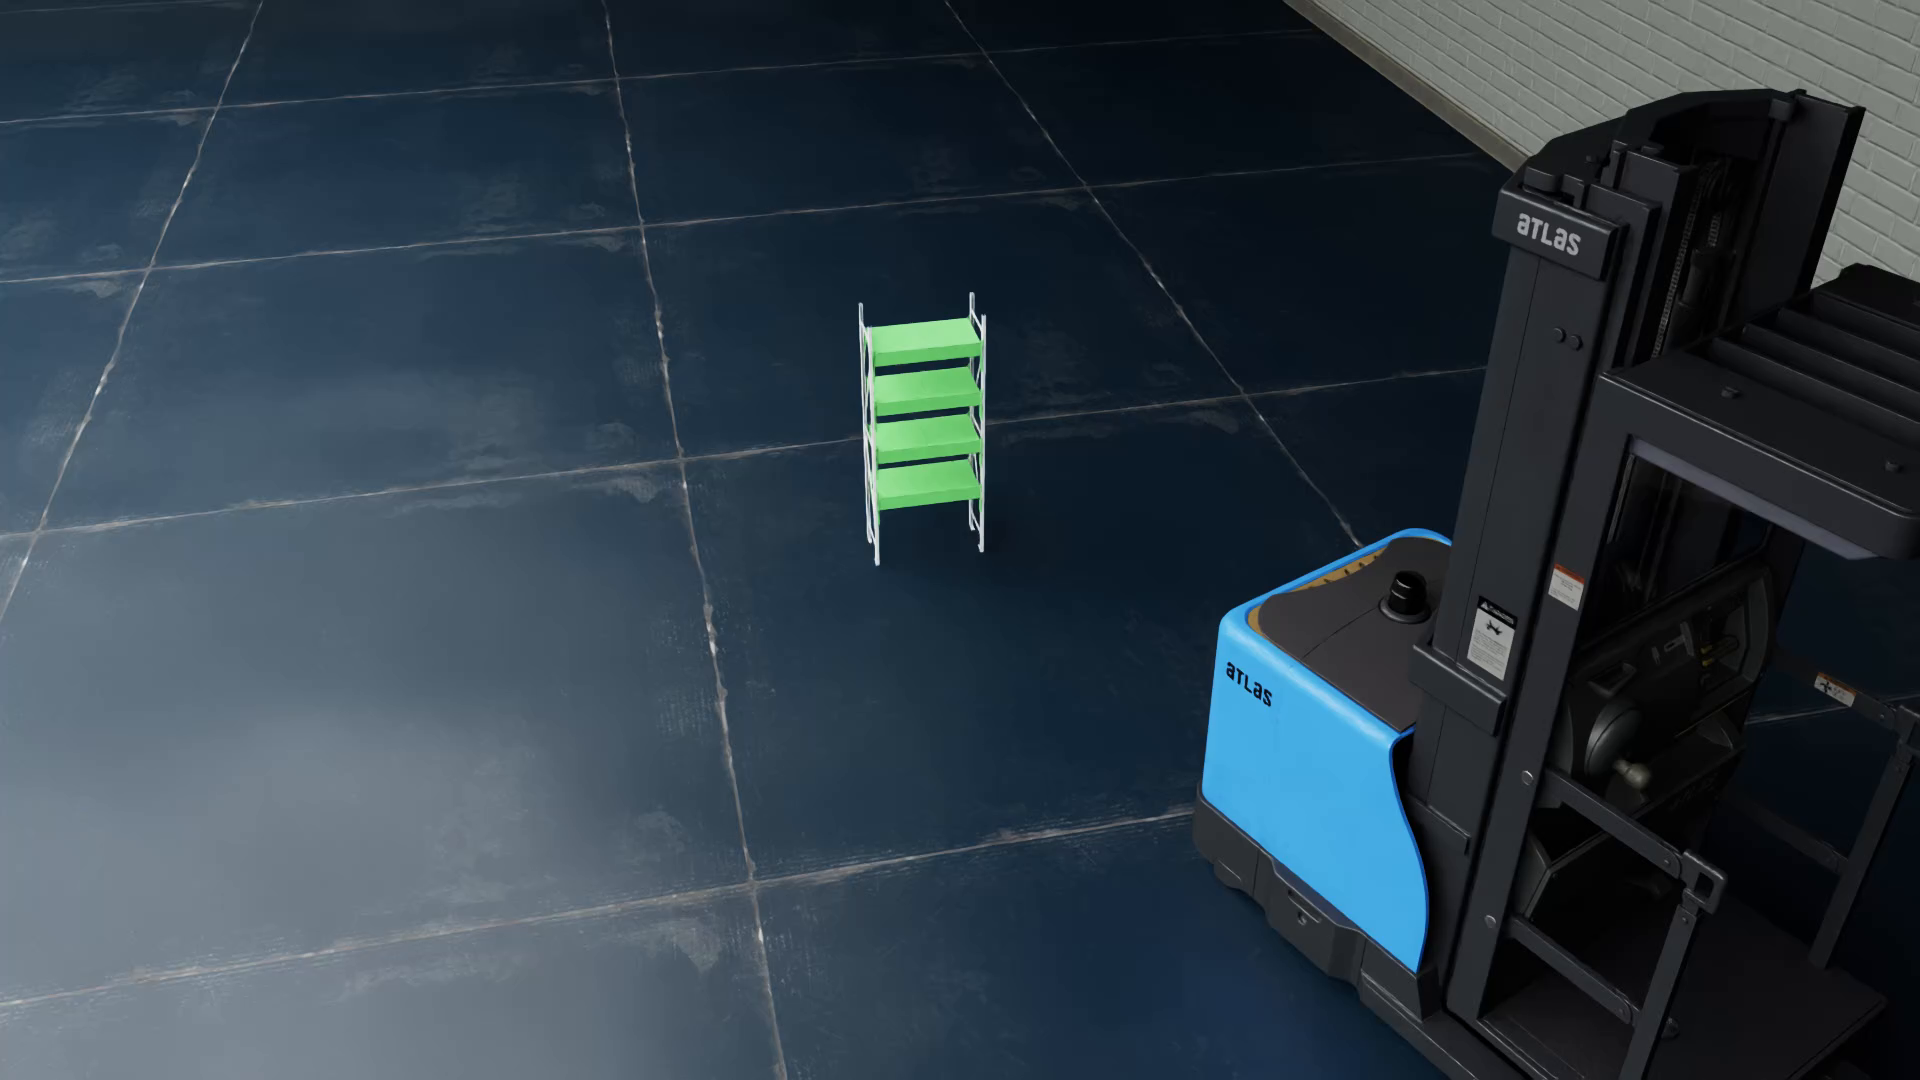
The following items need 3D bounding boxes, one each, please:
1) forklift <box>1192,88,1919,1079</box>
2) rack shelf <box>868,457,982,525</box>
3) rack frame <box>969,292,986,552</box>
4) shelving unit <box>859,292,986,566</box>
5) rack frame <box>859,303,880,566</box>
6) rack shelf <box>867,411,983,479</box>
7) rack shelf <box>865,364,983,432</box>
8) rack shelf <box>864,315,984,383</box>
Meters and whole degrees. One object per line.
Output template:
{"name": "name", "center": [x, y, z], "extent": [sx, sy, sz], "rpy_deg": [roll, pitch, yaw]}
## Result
{"name": "forklift", "center": [2.099, 0.434, 4.473], "extent": [1.130, 2.935, 3.031], "rpy_deg": [-22, 39, -29]}
{"name": "rack shelf", "center": [-0.161, -0.226, 7.555], "extent": [0.480, 0.148, 0.258], "rpy_deg": [-7, 35, -11]}
{"name": "rack frame", "center": [0.077, -0.508, 7.430], "extent": [0.015, 1.200, 0.240], "rpy_deg": [-7, 35, -11]}
{"name": "shelving unit", "center": [-0.161, -0.478, 7.385], "extent": [0.503, 1.200, 0.258], "rpy_deg": [-7, 35, -11]}
{"name": "rack frame", "center": [-0.399, -0.448, 7.341], "extent": [0.015, 1.200, 0.240], "rpy_deg": [-7, 35, -11]}
{"name": "rack shelf", "center": [-0.161, -0.425, 7.421], "extent": [0.480, 0.148, 0.258], "rpy_deg": [-7, 35, -11]}
{"name": "rack shelf", "center": [-0.161, -0.624, 7.287], "extent": [0.480, 0.148, 0.258], "rpy_deg": [-7, 35, -11]}
{"name": "rack shelf", "center": [-0.161, -0.823, 7.153], "extent": [0.480, 0.148, 0.258], "rpy_deg": [-7, 35, -11]}
